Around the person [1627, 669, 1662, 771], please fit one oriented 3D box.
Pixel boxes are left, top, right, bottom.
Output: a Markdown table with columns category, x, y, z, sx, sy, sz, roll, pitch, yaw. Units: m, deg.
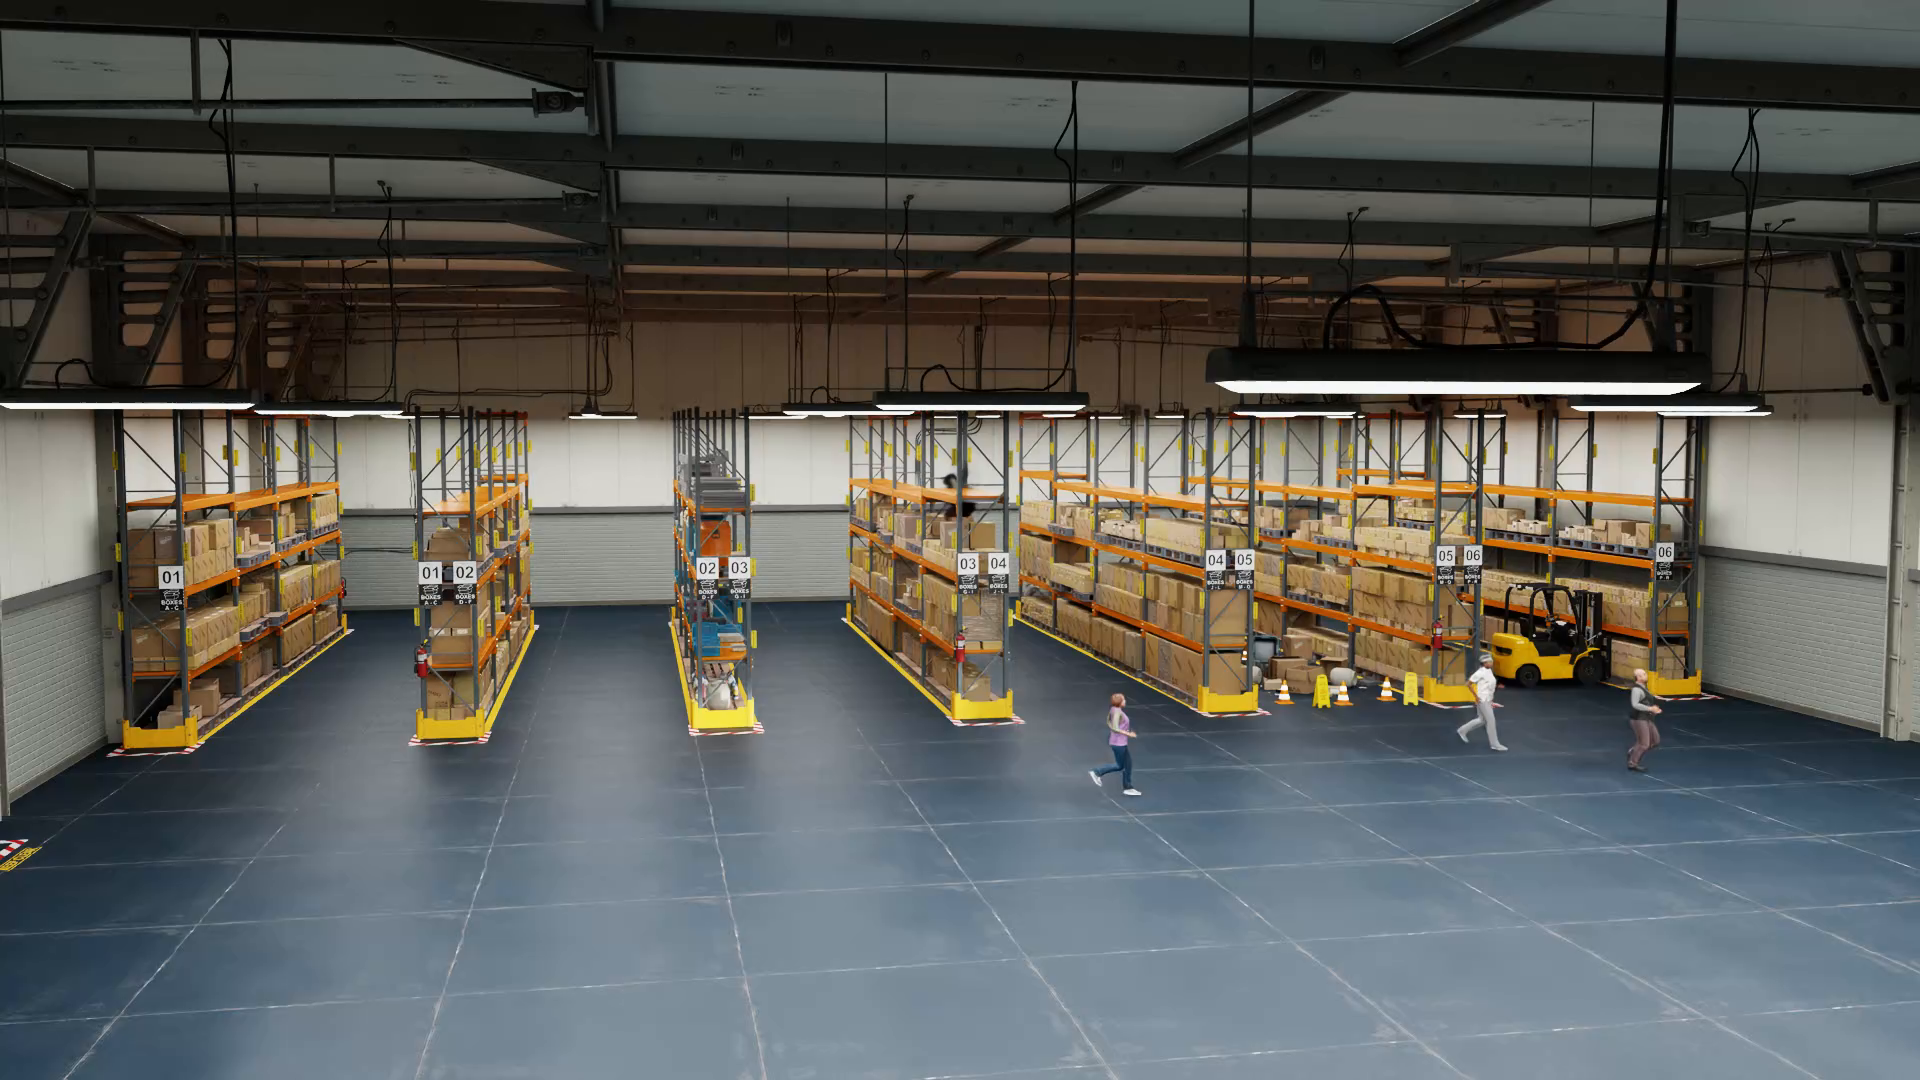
| category | x | y | z | sx | sy | sz | roll | pitch | yaw |
| --- | --- | --- | --- | --- | --- | --- | --- | --- | --- |
| person | 11.199 | 2.942 | 27.166 | 0.578 | 1.676 | 0.650 | 3 | 5 | 35 |

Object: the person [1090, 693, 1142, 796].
| category | x | y | z | sx | sy | sz | roll | pitch | yaw |
| --- | --- | --- | --- | --- | --- | --- | --- | --- | --- |
| person | 2.390 | 3.127 | 25.457 | 0.790 | 1.586 | 0.538 | 1 | 4 | 7 |

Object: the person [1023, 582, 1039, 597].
| category | x | y | z | sx | sy | sz | roll | pitch | yaw |
| --- | --- | --- | --- | --- | --- | --- | --- | --- | --- |
| person | 2.184 | 1.347 | 50.132 | 0.516 | 1.689 | 0.978 | 1 | 4 | 13 |

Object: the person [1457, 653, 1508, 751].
| category | x | y | z | sx | sy | sz | roll | pitch | yaw |
| --- | --- | --- | --- | --- | --- | --- | --- | --- | --- |
| person | 9.114 | 2.798 | 28.993 | 0.892 | 1.678 | 0.576 | 3 | 5 | 34 |
